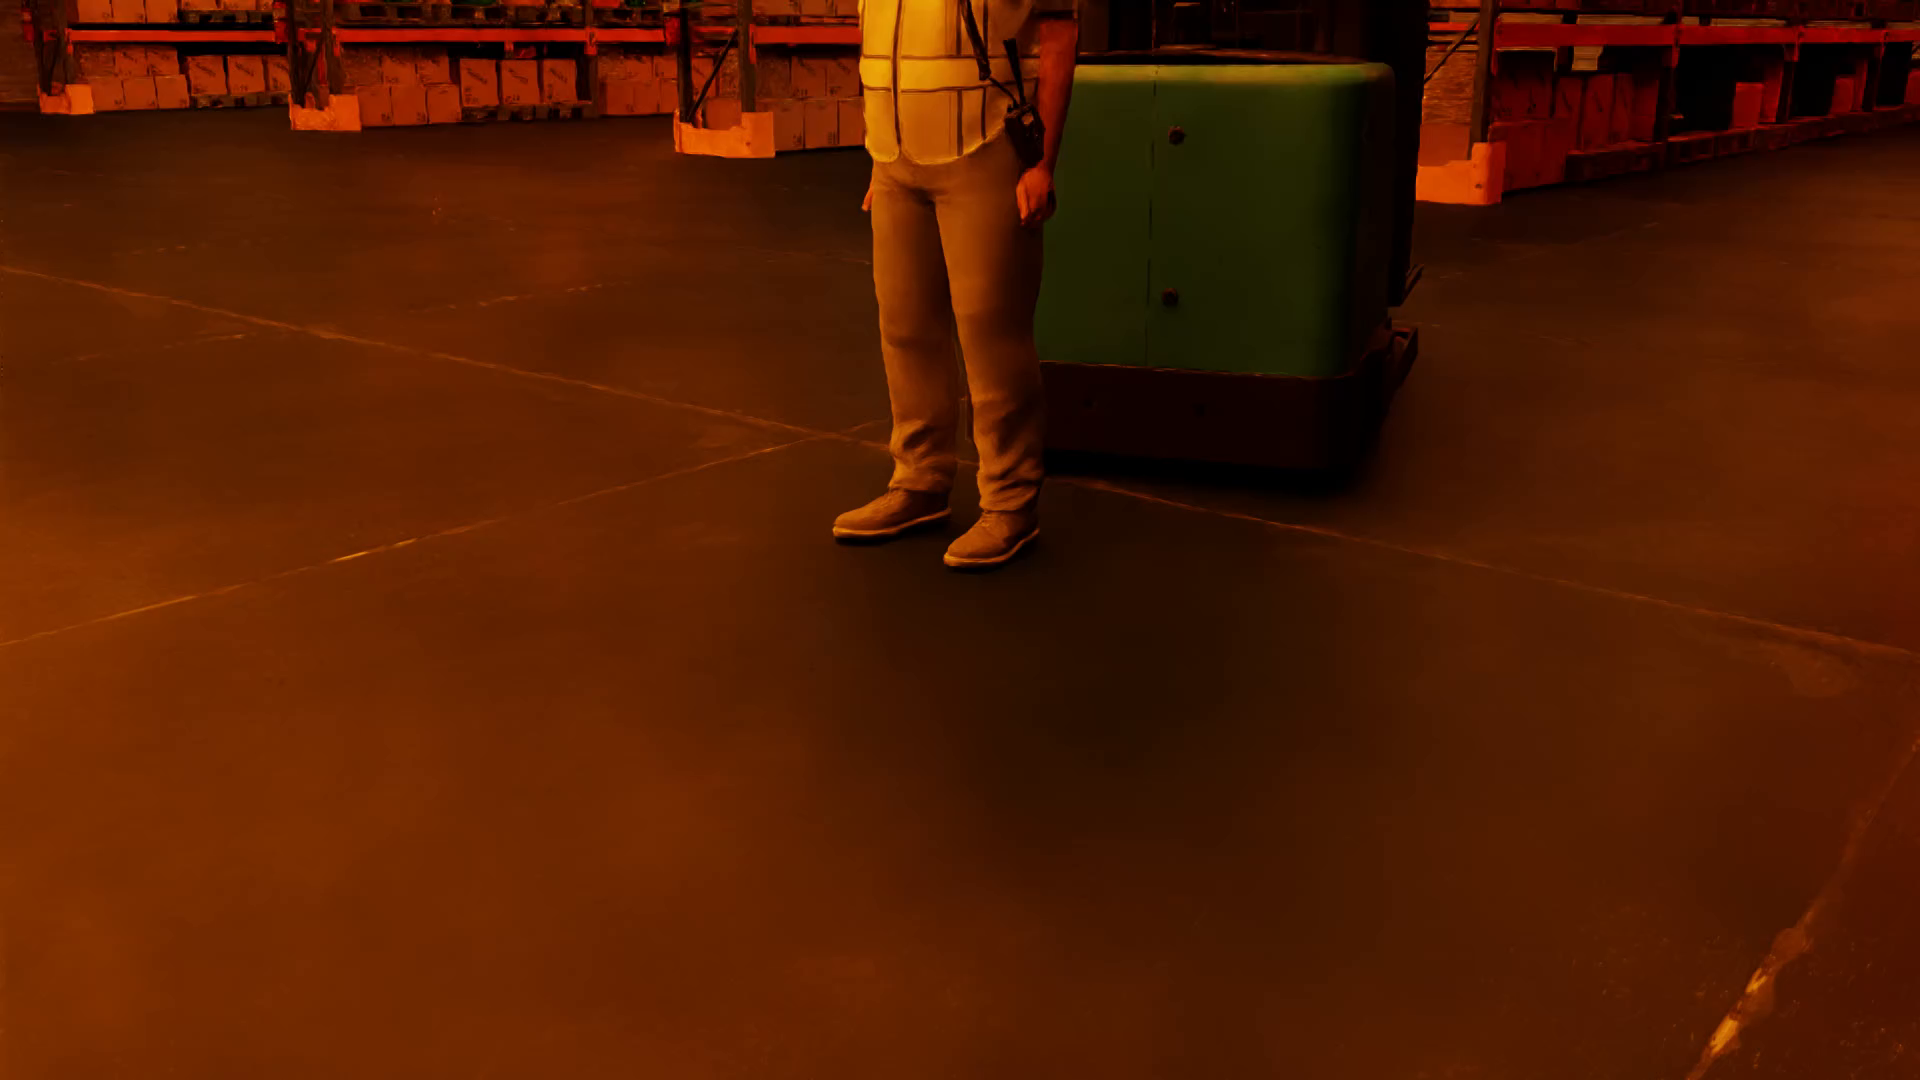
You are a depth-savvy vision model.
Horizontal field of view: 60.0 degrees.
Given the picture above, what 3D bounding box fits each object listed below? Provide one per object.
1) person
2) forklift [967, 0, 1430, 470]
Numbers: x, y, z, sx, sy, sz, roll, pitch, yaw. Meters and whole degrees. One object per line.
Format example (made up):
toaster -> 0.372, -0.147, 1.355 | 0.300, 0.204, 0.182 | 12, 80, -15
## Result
person -> -0.010, -0.843, 3.673 | 0.523, 1.773, 0.396 | 13, 21, 37
forklift -> 0.990, -1.971, 5.387 | 1.130, 2.935, 3.031 | 6, 18, 19
